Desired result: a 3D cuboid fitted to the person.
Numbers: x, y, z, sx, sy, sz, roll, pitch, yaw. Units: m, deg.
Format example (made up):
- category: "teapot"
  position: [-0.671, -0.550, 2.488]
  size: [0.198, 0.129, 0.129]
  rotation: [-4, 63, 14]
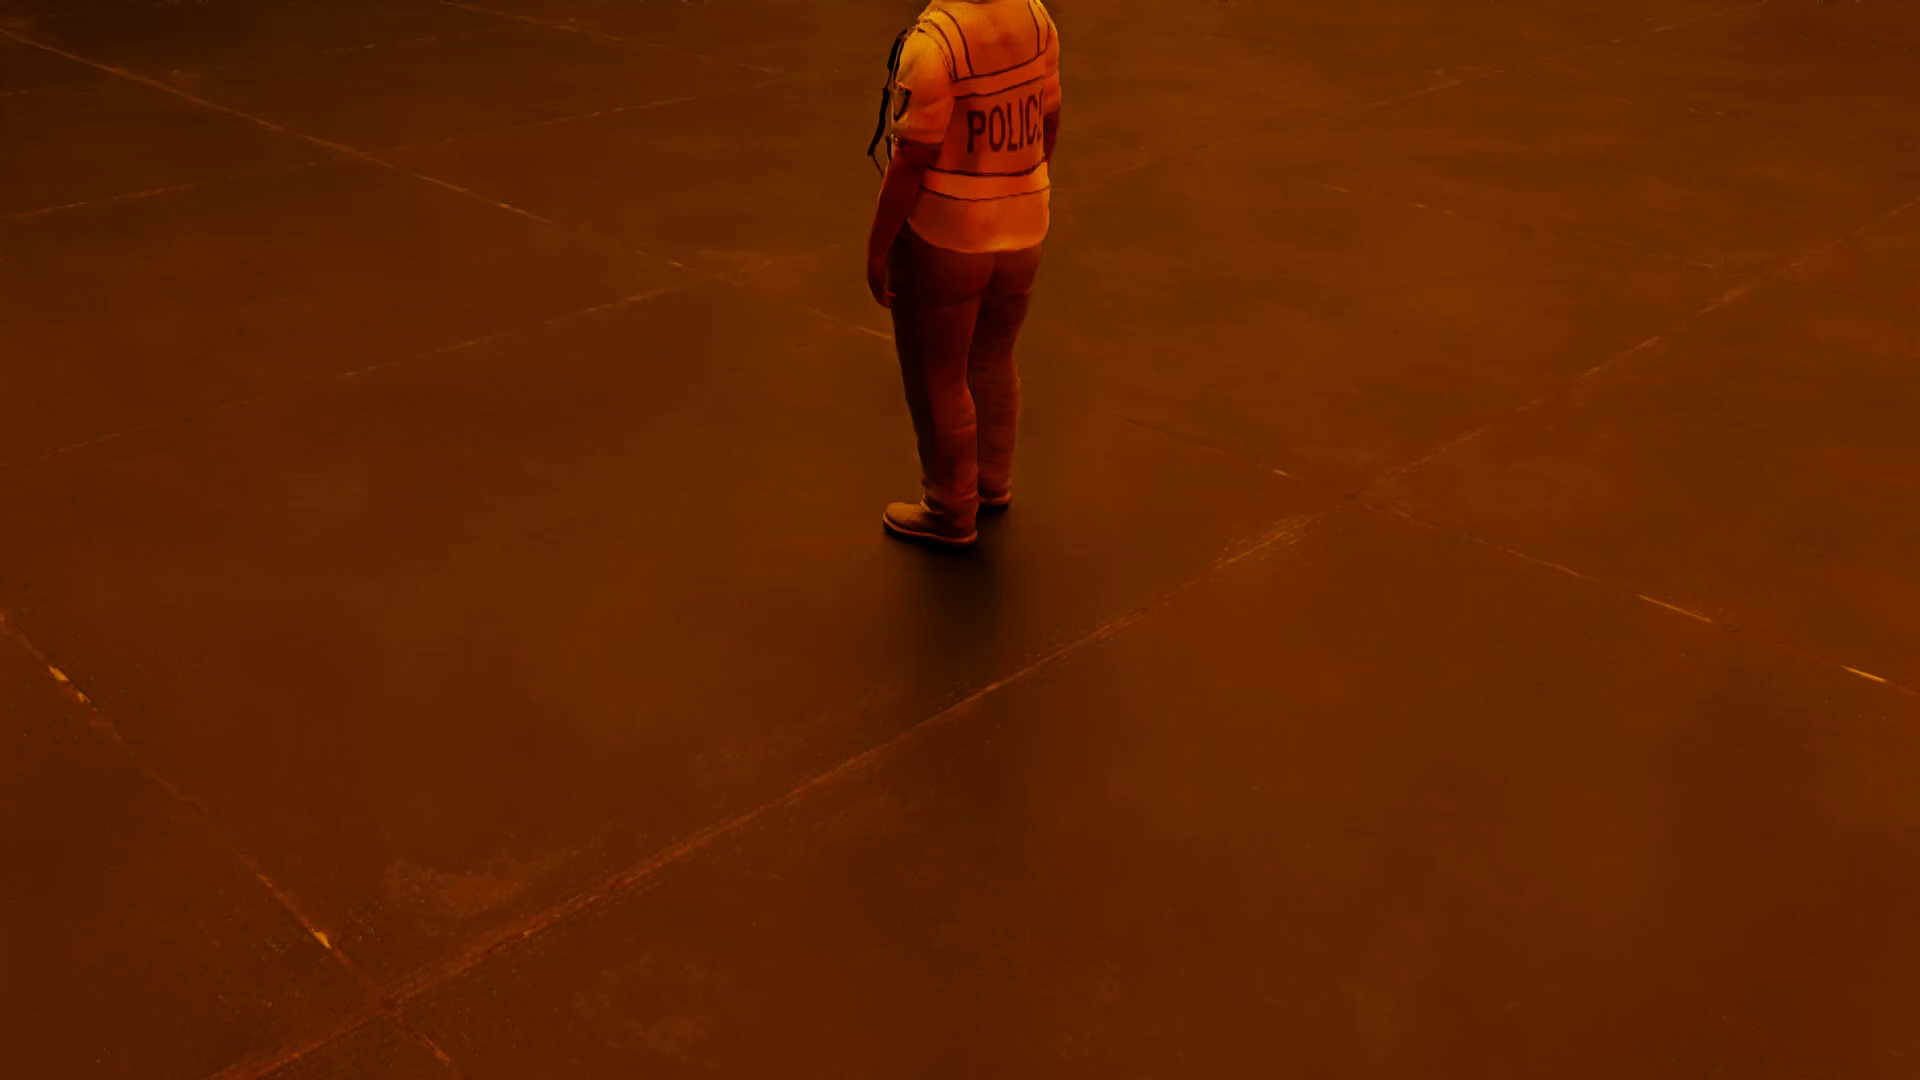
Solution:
- category: "person"
  position: [-0.038, -0.786, 4.235]
  size: [0.598, 1.669, 0.529]
  rotation: [-24, 35, -39]
